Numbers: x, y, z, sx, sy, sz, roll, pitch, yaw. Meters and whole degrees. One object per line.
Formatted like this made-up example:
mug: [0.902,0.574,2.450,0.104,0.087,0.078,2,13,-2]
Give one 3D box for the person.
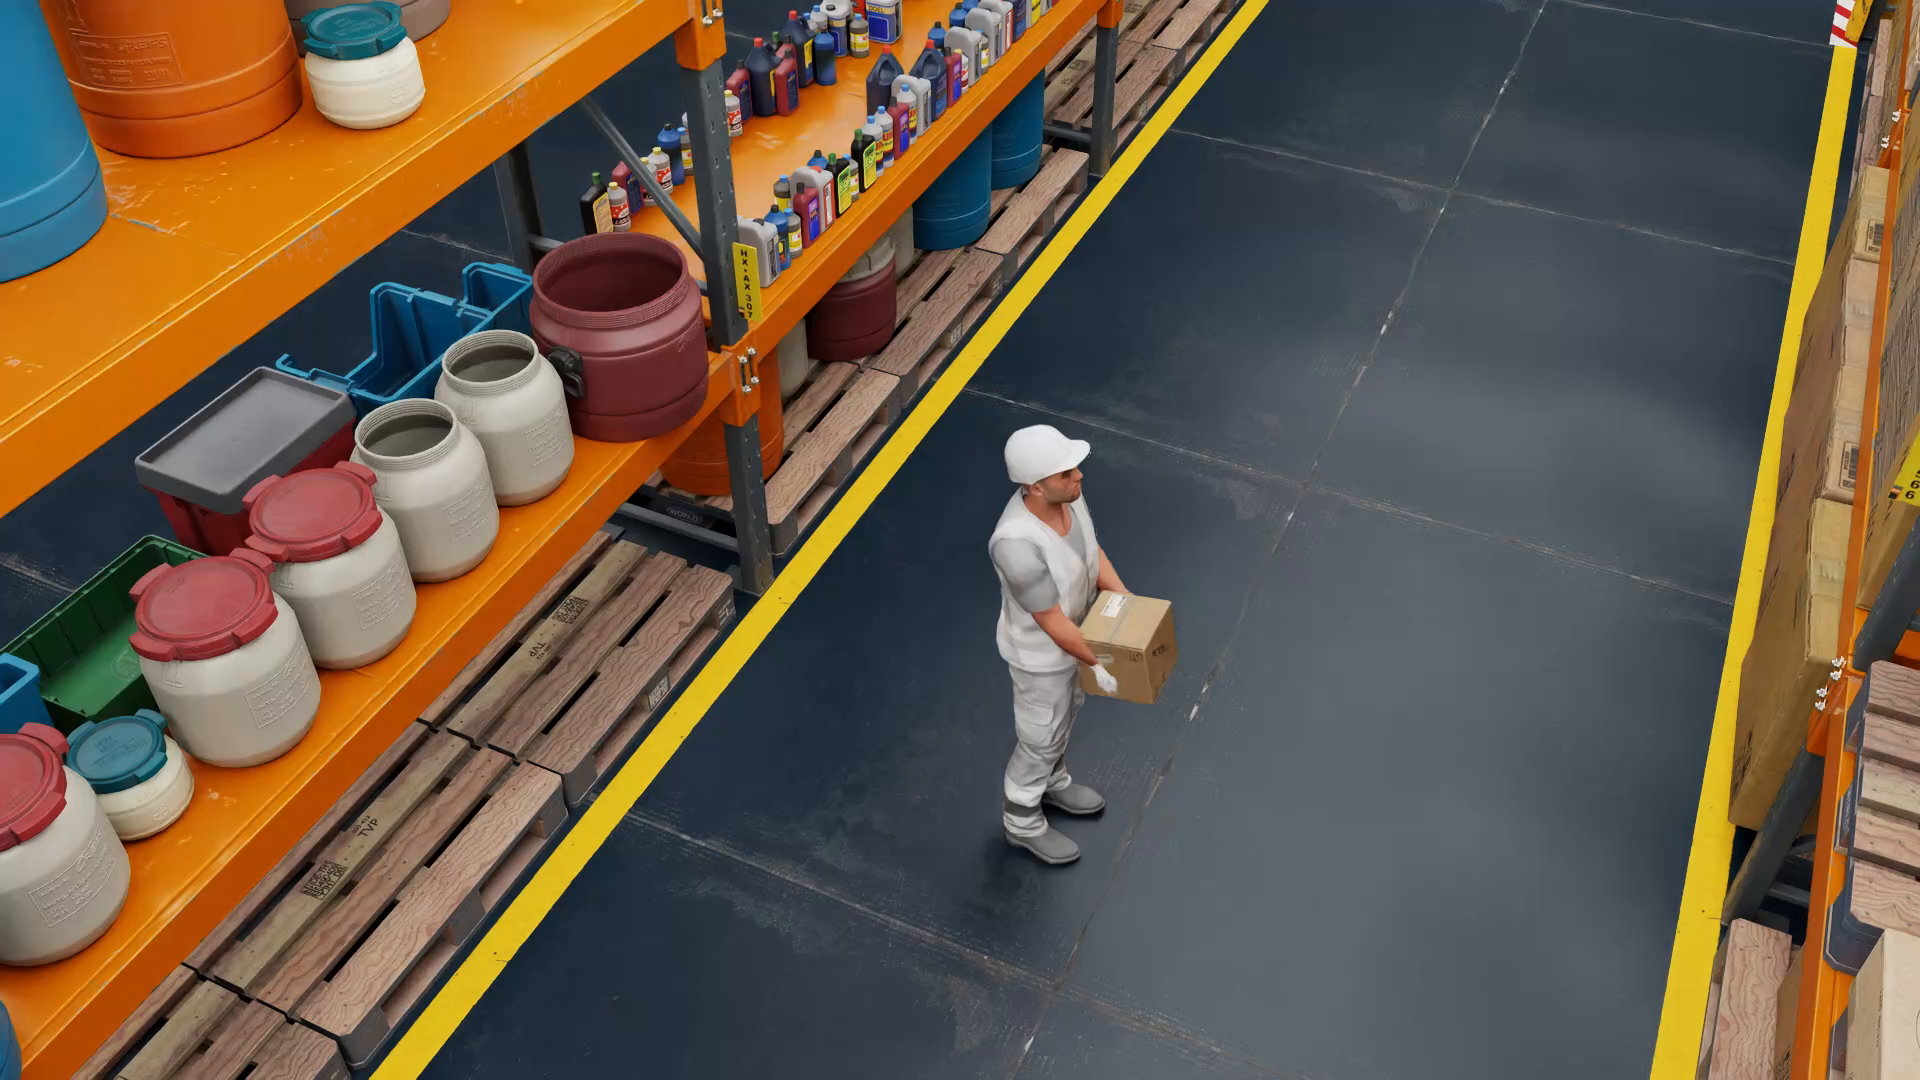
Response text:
person: [0.398,0.370,5.723,0.554,1.792,0.510,14,44,16]
